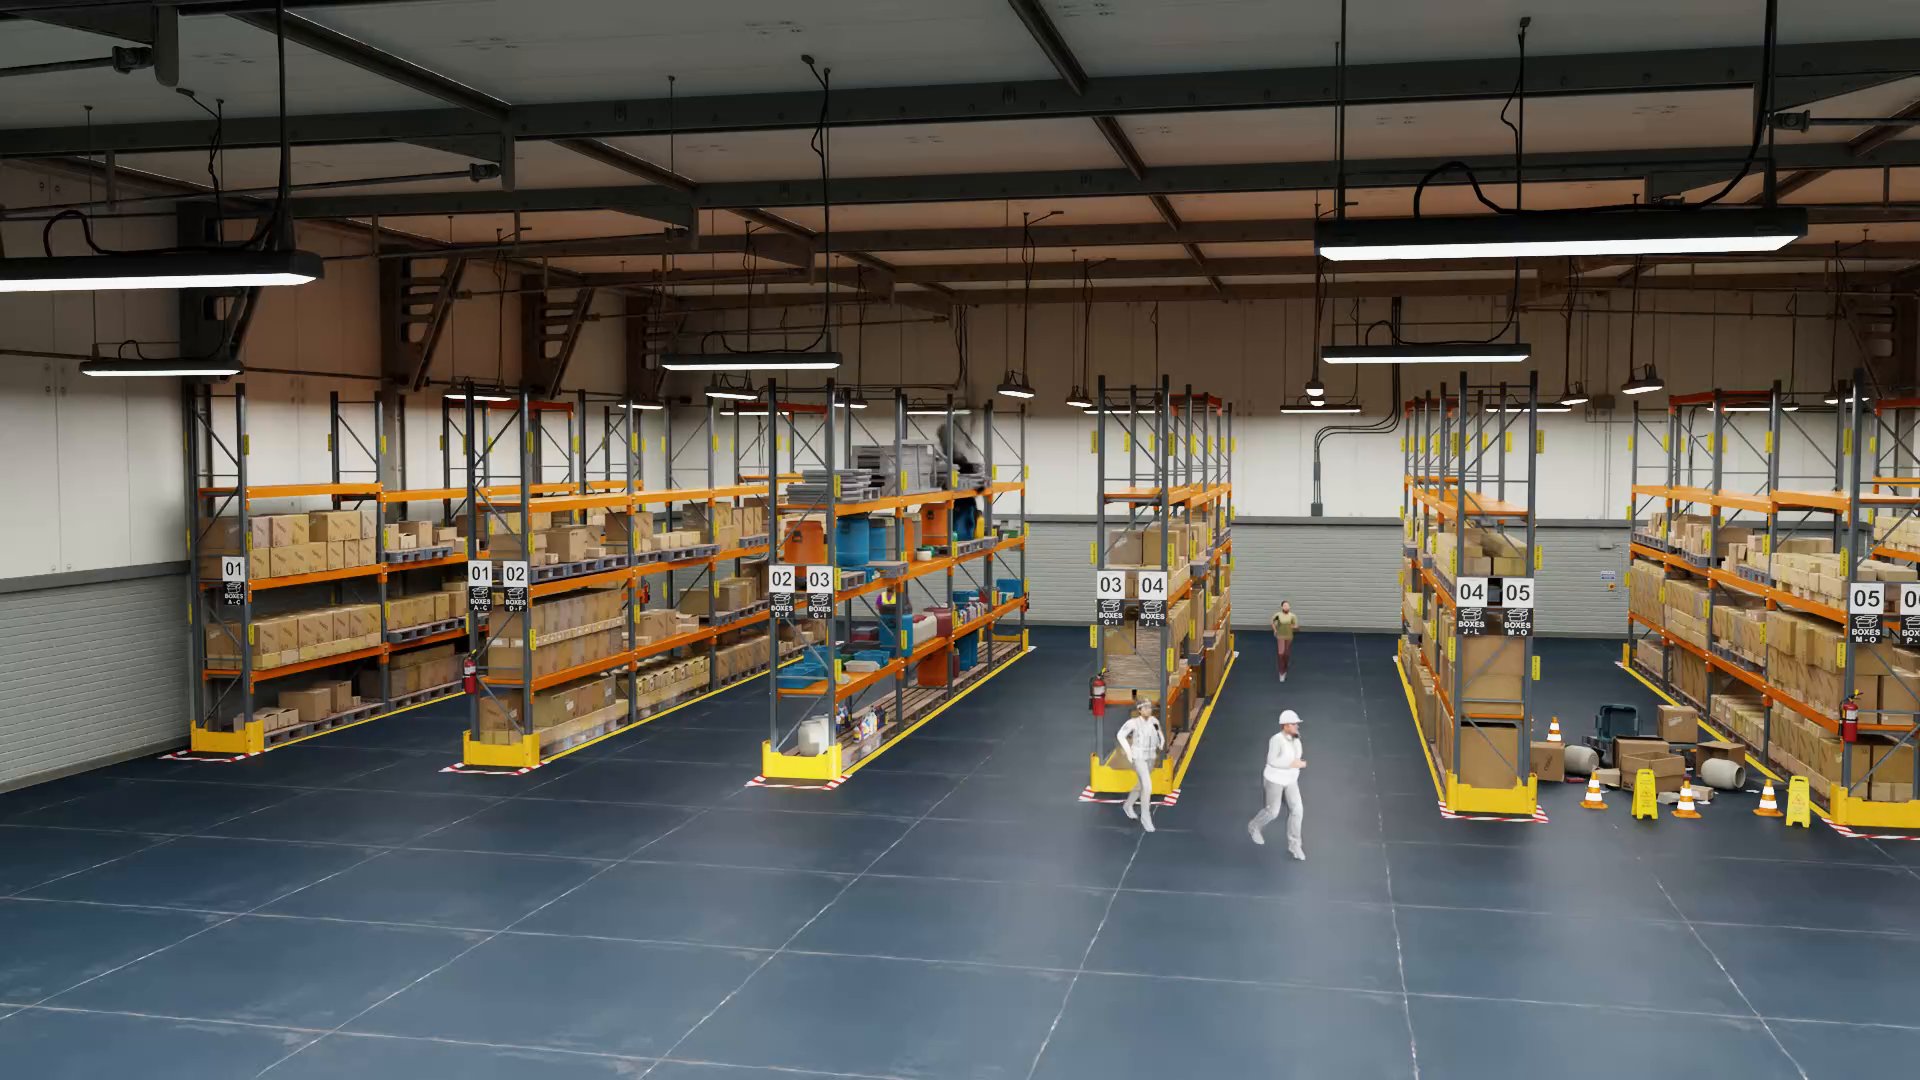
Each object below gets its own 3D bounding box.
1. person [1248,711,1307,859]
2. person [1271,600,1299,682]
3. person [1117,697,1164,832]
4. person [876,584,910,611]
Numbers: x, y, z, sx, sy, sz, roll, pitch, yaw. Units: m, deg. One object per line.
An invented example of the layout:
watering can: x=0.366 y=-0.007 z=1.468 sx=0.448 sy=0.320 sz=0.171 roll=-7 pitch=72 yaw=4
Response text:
person: x=3.906 y=2.978 z=20.379 sx=0.673 sy=1.828 sz=0.924 roll=-3 pitch=4 yaw=-39
person: x=6.928 y=2.143 z=35.443 sx=0.562 sy=1.729 sz=0.735 roll=0 pitch=3 yaw=2
person: x=2.393 y=2.911 z=21.851 sx=0.600 sy=1.754 sz=0.737 roll=-2 pitch=4 yaw=-32
person: x=-1.511 y=1.780 z=36.434 sx=0.704 sy=1.846 sz=0.780 roll=1 pitch=3 yaw=18
